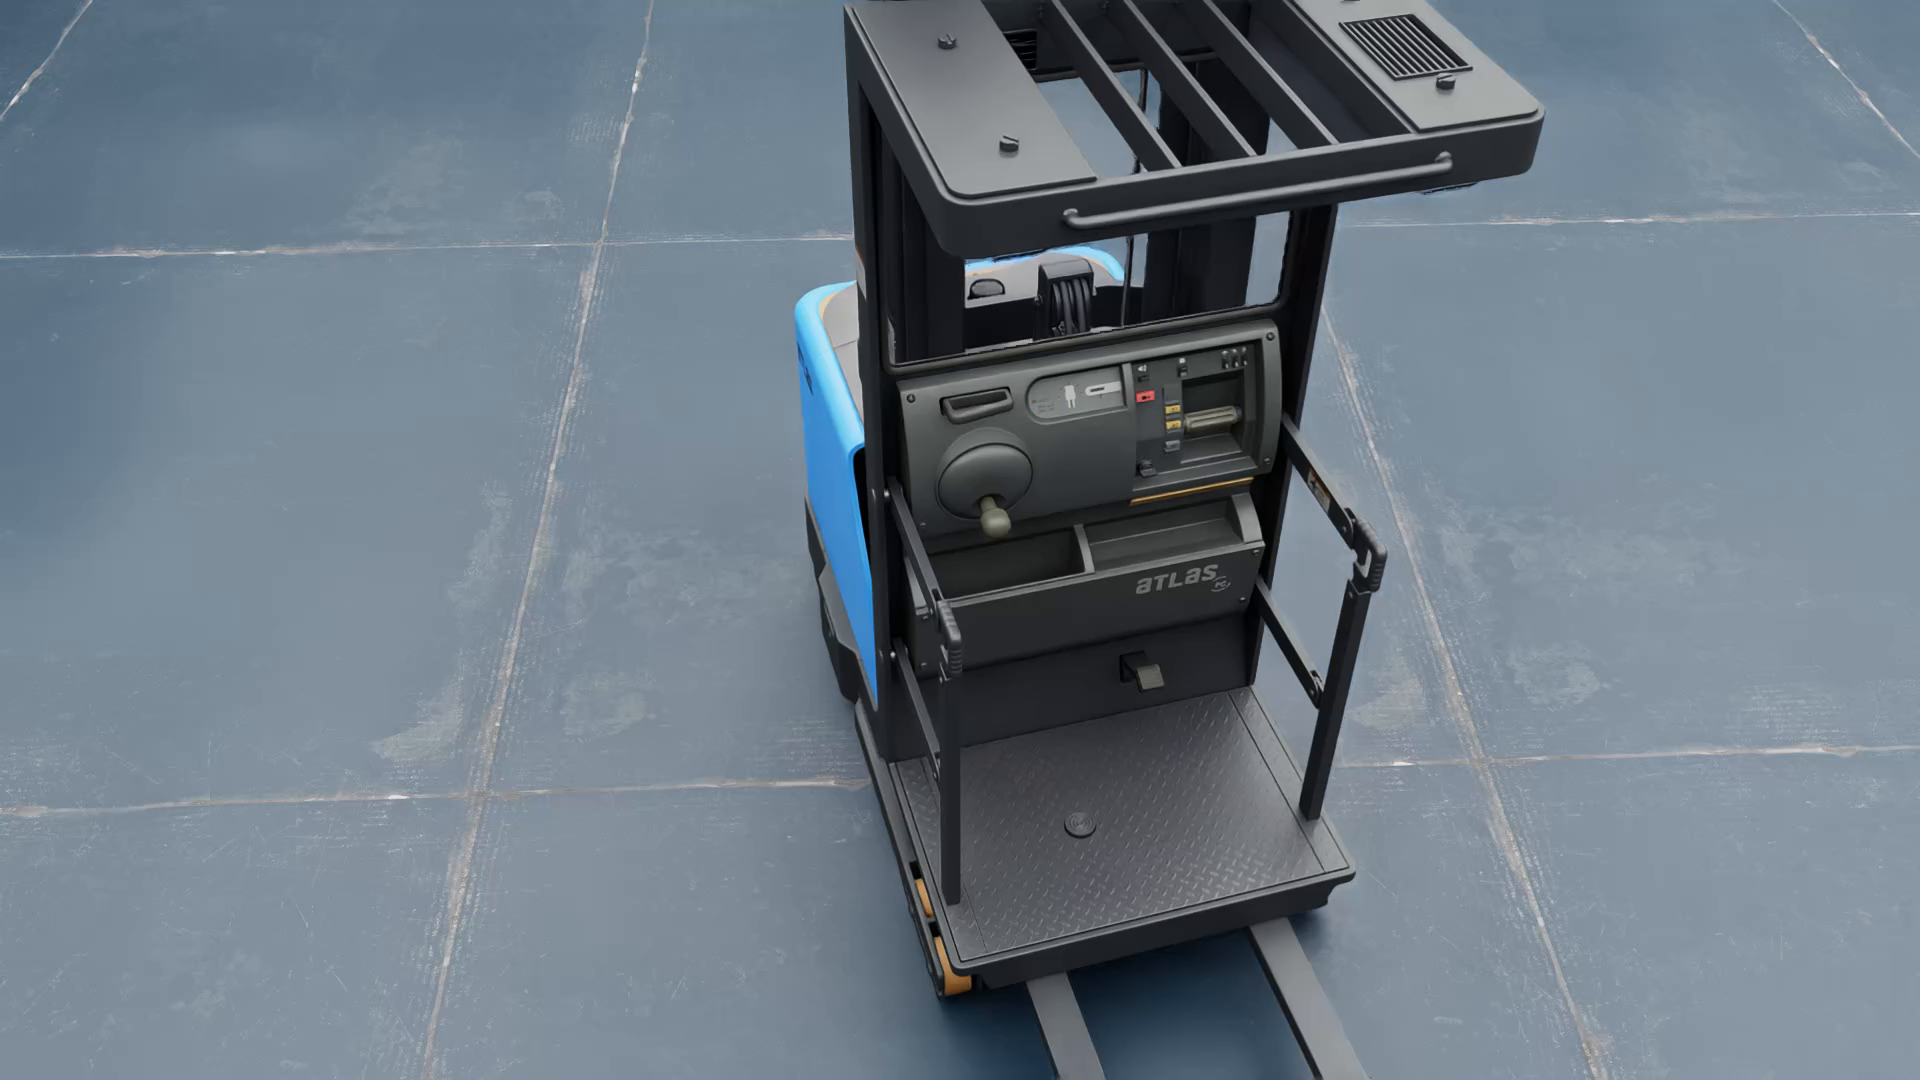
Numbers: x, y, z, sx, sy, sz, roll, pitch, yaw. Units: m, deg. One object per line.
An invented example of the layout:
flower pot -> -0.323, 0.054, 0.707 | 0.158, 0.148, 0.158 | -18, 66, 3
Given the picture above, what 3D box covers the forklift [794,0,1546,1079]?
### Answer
forklift -> 0.380, -0.172, 3.768 | 1.130, 2.935, 3.031 | -11, 44, -12
